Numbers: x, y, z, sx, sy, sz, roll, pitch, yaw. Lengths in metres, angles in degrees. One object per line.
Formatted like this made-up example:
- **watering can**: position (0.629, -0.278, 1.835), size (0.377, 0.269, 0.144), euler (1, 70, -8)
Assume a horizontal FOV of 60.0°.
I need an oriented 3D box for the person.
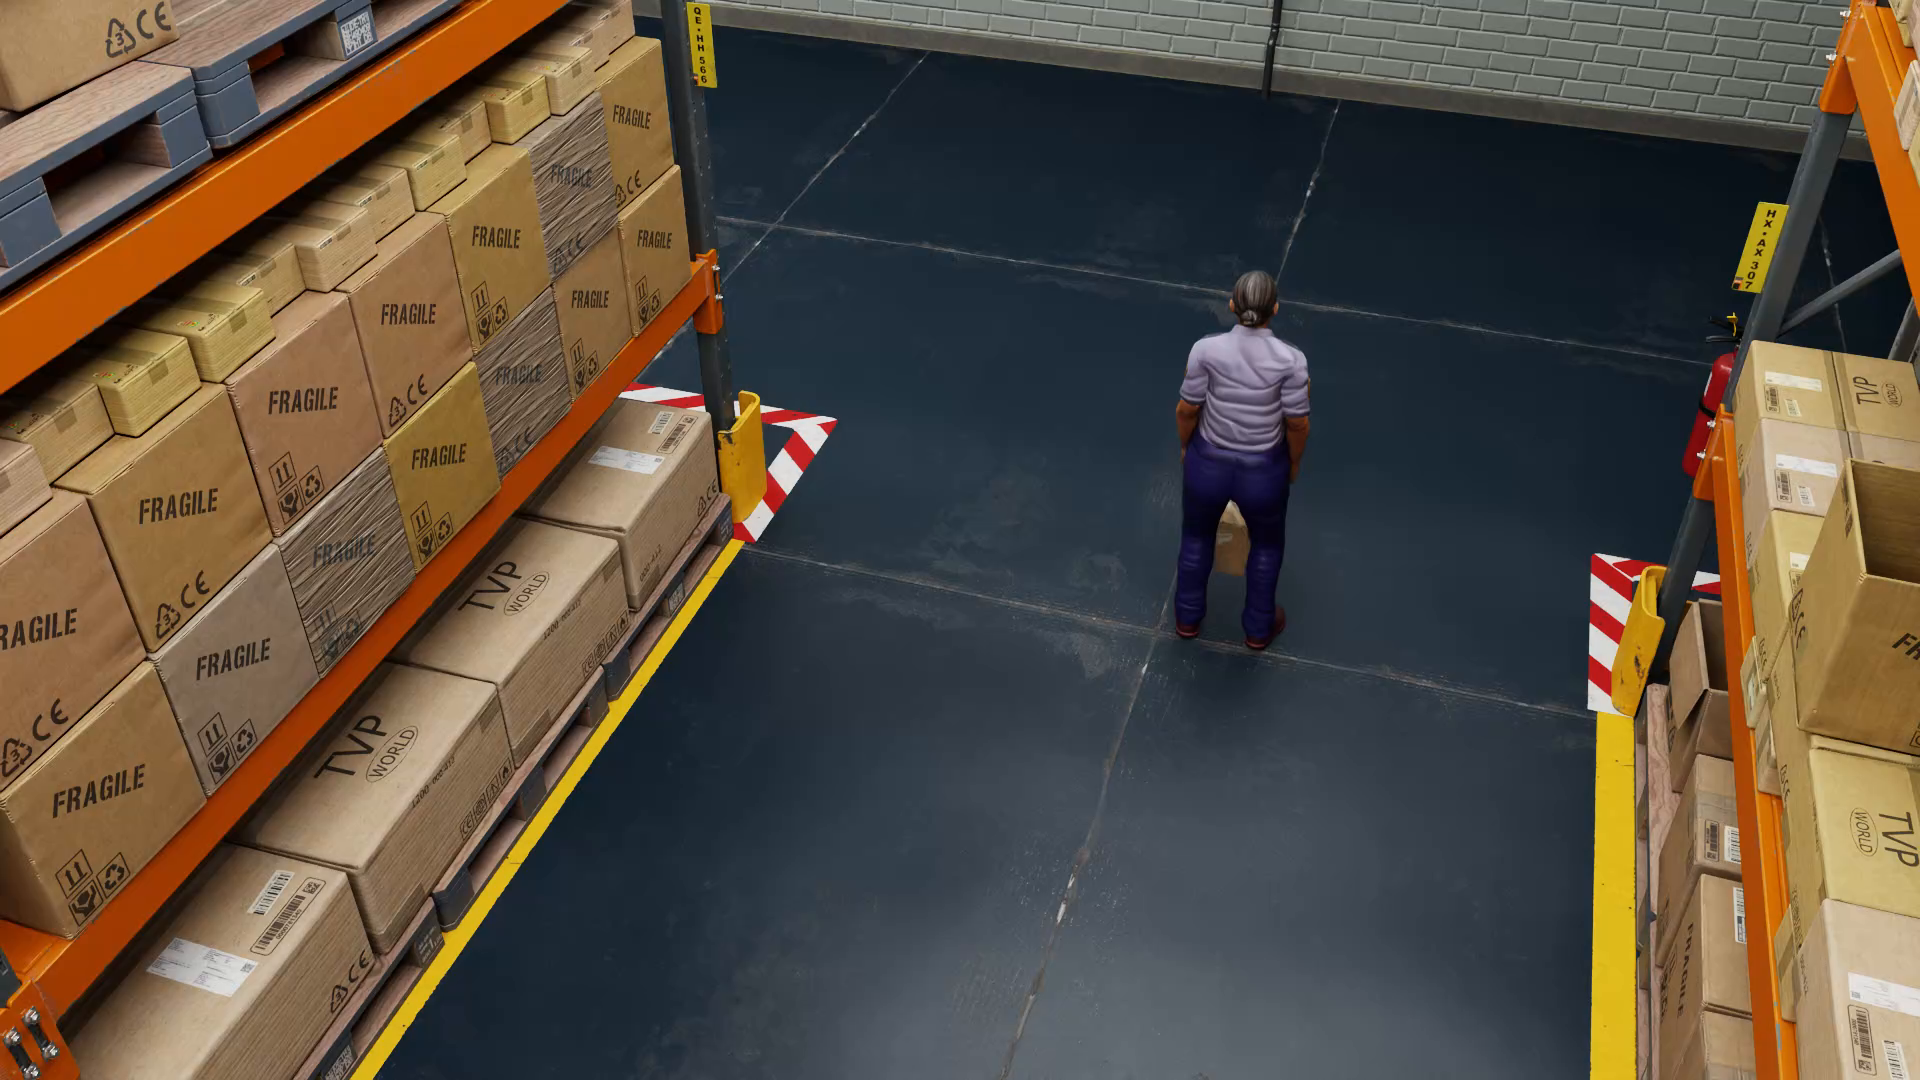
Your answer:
- **person**: position (1.098, -0.285, 6.529), size (0.532, 1.654, 0.368), euler (10, 38, 12)
